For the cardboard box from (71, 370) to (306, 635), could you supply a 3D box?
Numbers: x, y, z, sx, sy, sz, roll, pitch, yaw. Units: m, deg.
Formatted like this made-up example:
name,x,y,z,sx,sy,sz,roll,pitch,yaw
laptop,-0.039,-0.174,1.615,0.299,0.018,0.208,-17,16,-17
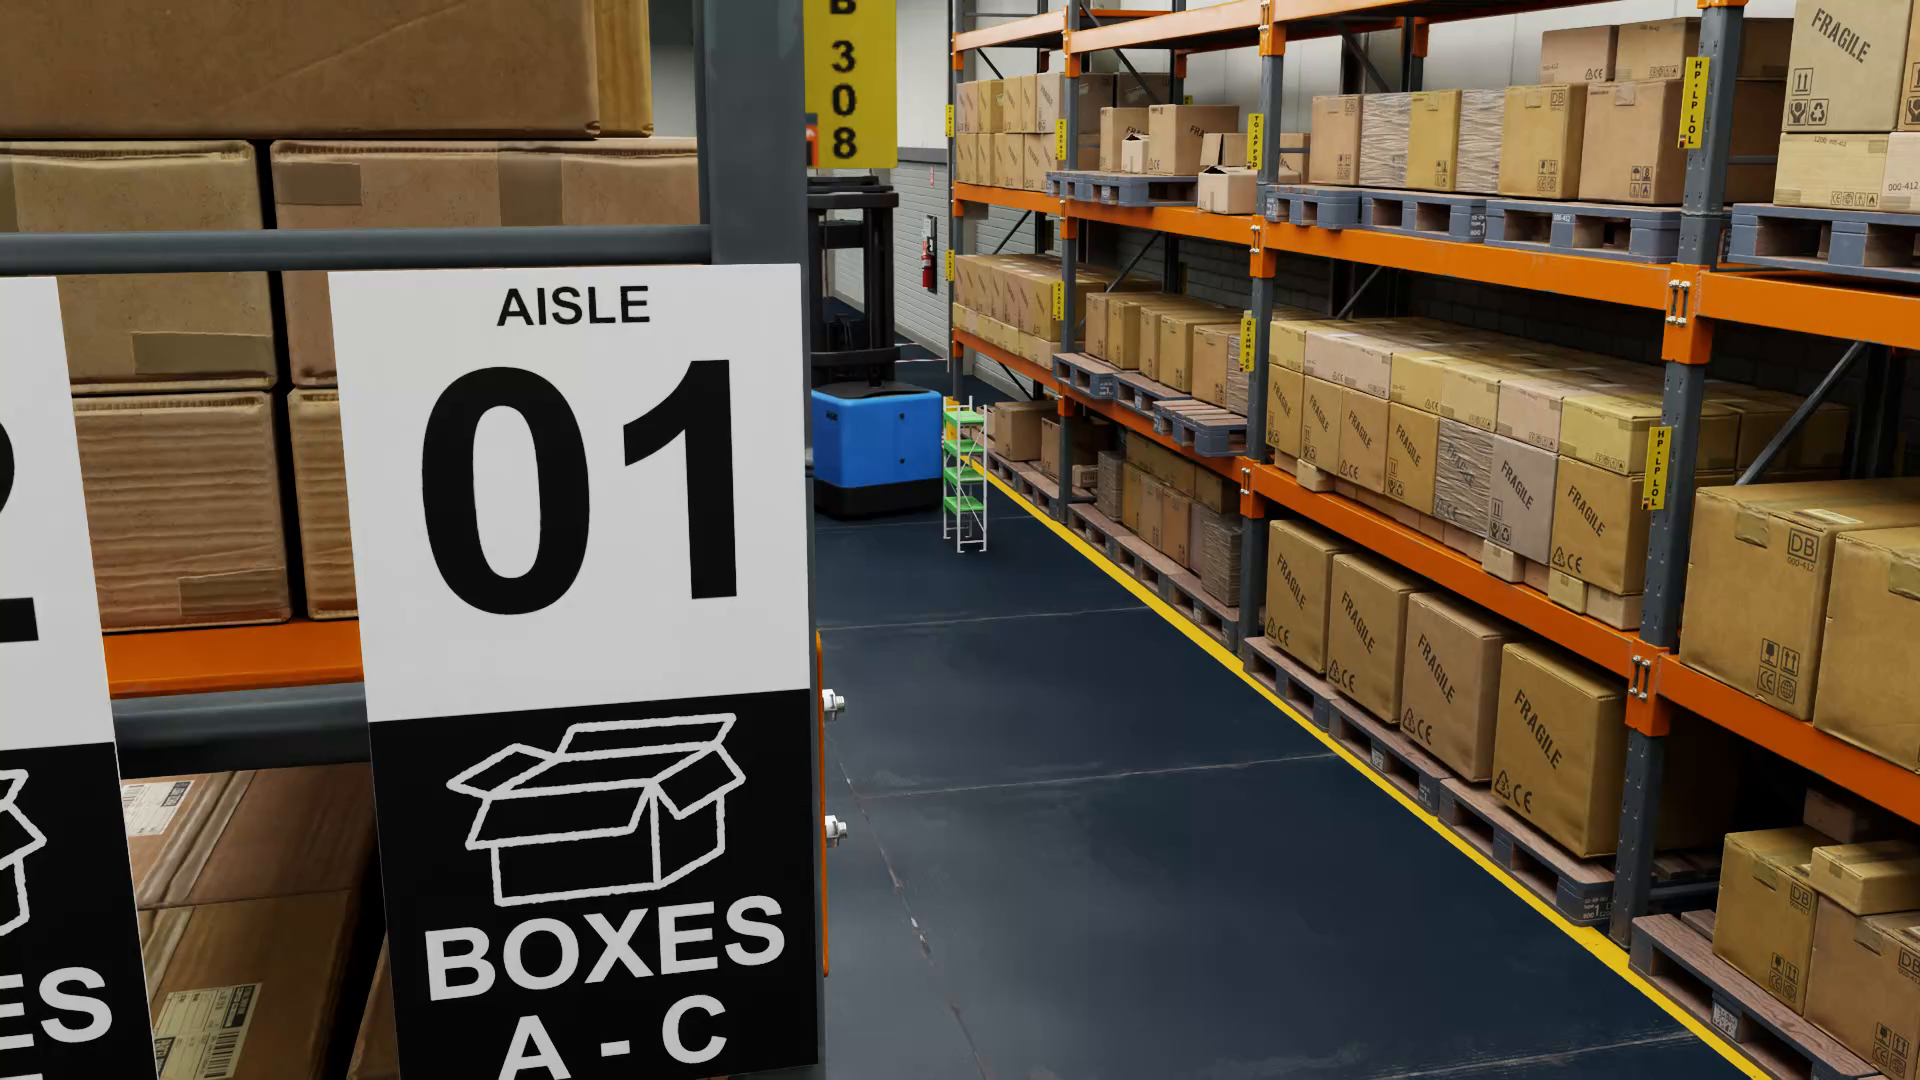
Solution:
name,x,y,z,sx,sy,sz,roll,pitch,yaw
cardboard box,-1.011,-0.075,1.910,0.500,0.250,0.500,-3,14,-13

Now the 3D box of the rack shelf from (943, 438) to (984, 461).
name,x,y,z,sx,sy,sz,roll,pitch,yaw
rack shelf,0.039,-0.716,13.587,0.258,0.148,0.480,-3,14,-13

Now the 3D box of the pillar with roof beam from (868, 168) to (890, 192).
name,x,y,z,sx,sy,sz,roll,pitch,yaw
pillar with roof beam,-5.575,-7.884,27.239,9.100,9.000,0.400,-3,14,-13

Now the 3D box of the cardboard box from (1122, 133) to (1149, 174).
name,x,y,z,sx,sy,sz,roll,pitch,yaw
cardboard box,1.557,-2.978,12.777,0.500,0.311,0.500,-3,14,-11

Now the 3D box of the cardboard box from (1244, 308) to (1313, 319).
name,x,y,z,sx,sy,sz,roll,pitch,yaw
cardboard box,2.101,-1.438,10.989,0.380,0.149,0.250,-6,15,-23

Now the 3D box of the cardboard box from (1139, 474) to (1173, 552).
name,x,y,z,sx,sy,sz,roll,pitch,yaw
cardboard box,1.802,-0.227,12.874,0.700,0.500,0.500,-3,14,-13

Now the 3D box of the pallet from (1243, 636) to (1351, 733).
name,x,y,z,sx,sy,sz,roll,pitch,yaw
pallet,2.413,0.831,10.080,1.003,0.211,1.213,-3,14,-13

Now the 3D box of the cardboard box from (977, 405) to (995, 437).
name,x,y,z,sx,sy,sz,roll,pitch,yaw
cardboard box,0.497,-1.298,17.658,0.500,0.311,0.500,-5,15,-20

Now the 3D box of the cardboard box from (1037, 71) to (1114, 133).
name,x,y,z,sx,sy,sz,roll,pitch,yaw
cardboard box,0.981,-3.734,14.210,0.500,0.500,0.500,-5,14,-18

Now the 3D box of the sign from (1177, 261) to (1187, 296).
name,x,y,z,sx,sy,sz,roll,pitch,yaw
sign,1.900,-2.227,14.281,0.100,0.325,0.005,-3,14,-13

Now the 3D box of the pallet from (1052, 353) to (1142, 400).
name,x,y,z,sx,sy,sz,roll,pitch,yaw
pallet,1.400,-1.355,13.556,1.003,0.211,1.213,-3,14,-13

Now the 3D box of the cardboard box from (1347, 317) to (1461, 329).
name,x,y,z,sx,sy,sz,roll,pitch,yaw
cardboard box,2.660,-1.186,10.004,0.500,0.250,0.500,-3,14,-12

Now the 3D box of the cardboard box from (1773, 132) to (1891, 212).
name,x,y,z,sx,sy,sz,roll,pitch,yaw
cardboard box,3.147,-1.250,5.622,0.500,0.250,0.500,-3,14,-13

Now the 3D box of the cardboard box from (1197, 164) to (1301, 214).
name,x,y,z,sx,sy,sz,roll,pitch,yaw
cardboard box,1.870,-2.284,10.782,0.500,0.311,0.500,-3,14,-13

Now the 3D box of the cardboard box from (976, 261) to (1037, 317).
name,x,y,z,sx,sy,sz,roll,pitch,yaw
cardboard box,0.464,-2.495,16.514,0.500,0.500,0.500,-4,14,-15

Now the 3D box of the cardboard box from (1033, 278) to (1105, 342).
name,x,y,z,sx,sy,sz,roll,pitch,yaw
cardboard box,0.950,-2.025,14.590,0.500,0.500,0.500,-3,14,-13

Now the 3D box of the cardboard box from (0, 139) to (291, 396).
name,x,y,z,sx,sy,sz,roll,pitch,yaw
cardboard box,-1.003,-0.319,1.853,0.500,0.250,0.500,-3,14,-13

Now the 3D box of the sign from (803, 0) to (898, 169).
name,x,y,z,sx,sy,sz,roll,pitch,yaw
sign,-0.107,-0.499,1.488,0.100,0.325,0.005,-3,14,-13

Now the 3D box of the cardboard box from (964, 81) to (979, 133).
name,x,y,z,sx,sy,sz,roll,pitch,yaw
cardboard box,0.345,-4.335,16.672,0.500,0.500,0.500,-3,14,-14

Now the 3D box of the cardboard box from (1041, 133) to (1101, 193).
name,x,y,z,sx,sy,sz,roll,pitch,yaw
cardboard box,1.002,-3.251,14.341,0.500,0.500,0.500,-3,14,-12

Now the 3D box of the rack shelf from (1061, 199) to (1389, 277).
name,x,y,z,sx,sy,sz,roll,pitch,yaw
rack shelf,1.832,-2.279,12.129,1.077,0.370,4.000,-3,14,-13

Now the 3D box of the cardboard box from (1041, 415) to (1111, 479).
name,x,y,z,sx,sy,sz,roll,pitch,yaw
cardboard box,1.079,-0.869,15.504,0.500,0.500,0.500,-4,14,-17

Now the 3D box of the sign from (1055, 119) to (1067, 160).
name,x,y,z,sx,sy,sz,roll,pitch,yaw
sign,0.836,-3.309,13.740,0.100,0.325,0.005,-3,14,-13

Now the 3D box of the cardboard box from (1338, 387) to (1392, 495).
name,x,y,z,sx,sy,sz,roll,pitch,yaw
cardboard box,2.396,-0.550,8.979,0.500,0.500,0.500,-3,14,-13

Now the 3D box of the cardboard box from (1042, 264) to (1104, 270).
name,x,y,z,sx,sy,sz,roll,pitch,yaw
cardboard box,1.092,-2.407,16.155,0.500,0.500,0.500,-3,14,-12

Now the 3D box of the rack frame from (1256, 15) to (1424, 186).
name,x,y,z,sx,sy,sz,roll,pitch,yaw
rack frame,2.301,-3.624,9.799,1.000,3.000,0.127,-3,14,-13

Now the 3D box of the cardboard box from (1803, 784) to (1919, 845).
name,x,y,z,sx,sy,sz,roll,pitch,yaw
cardboard box,3.476,1.042,6.357,0.380,0.149,0.250,-3,14,-14

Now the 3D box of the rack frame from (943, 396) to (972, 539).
name,x,y,z,sx,sy,sz,roll,pitch,yaw
rack frame,-0.018,-0.601,13.859,0.240,1.200,0.015,-3,14,-13

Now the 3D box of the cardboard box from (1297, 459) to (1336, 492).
name,x,y,z,sx,sy,sz,roll,pitch,yaw
cardboard box,2.184,-0.384,9.665,0.380,0.149,0.250,-3,14,-11

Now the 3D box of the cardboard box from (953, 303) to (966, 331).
name,x,y,z,sx,sy,sz,roll,pitch,yaw
cardboard box,0.228,-2.362,17.547,0.500,0.250,0.500,-4,14,-15

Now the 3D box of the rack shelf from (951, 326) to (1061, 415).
name,x,y,z,sx,sy,sz,roll,pitch,yaw
rack shelf,0.892,-1.744,16.262,1.077,0.370,4.000,-3,14,-13

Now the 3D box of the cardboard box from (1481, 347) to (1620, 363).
name,x,y,z,sx,sy,sz,roll,pitch,yaw
cardboard box,3.015,-0.831,8.548,0.500,0.250,0.500,-4,14,-15

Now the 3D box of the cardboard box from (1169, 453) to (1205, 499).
name,x,y,z,sx,sy,sz,roll,pitch,yaw
cardboard box,1.883,-0.490,12.372,0.500,0.250,0.500,-3,14,-13

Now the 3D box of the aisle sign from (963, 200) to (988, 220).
name,x,y,z,sx,sy,sz,roll,pitch,yaw
aisle sign,0.114,-3.818,17.756,0.394,0.787,0.004,-3,14,-13

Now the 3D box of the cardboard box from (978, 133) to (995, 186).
name,x,y,z,sx,sy,sz,roll,pitch,yaw
cardboard box,0.475,-3.734,16.318,0.500,0.500,0.500,-3,14,-11

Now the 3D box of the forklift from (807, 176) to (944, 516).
name,x,y,z,sx,sy,sz,roll,pitch,yaw
forklift,-1.315,-1.936,15.677,1.130,2.935,3.031,-8,16,-29

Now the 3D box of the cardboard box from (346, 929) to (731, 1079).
name,x,y,z,sx,sy,sz,roll,pitch,yaw
cardboard box,-0.482,0.762,2.172,0.500,0.500,0.500,-3,14,-11

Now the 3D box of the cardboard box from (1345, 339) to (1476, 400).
name,x,y,z,sx,sy,sz,roll,pitch,yaw
cardboard box,2.405,-0.918,8.907,0.500,0.250,0.500,-3,14,-13

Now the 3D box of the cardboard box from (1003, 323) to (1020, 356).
name,x,y,z,sx,sy,sz,roll,pitch,yaw
cardboard box,0.714,-1.892,15.625,0.500,0.250,0.500,-3,14,-13

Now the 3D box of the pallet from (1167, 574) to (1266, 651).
name,x,y,z,sx,sy,sz,roll,pitch,yaw
pallet,2.119,0.465,11.580,1.003,0.211,1.213,-3,14,-13

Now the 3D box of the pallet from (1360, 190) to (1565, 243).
name,x,y,z,sx,sy,sz,roll,pitch,yaw
pallet,2.770,-1.672,8.526,1.003,0.211,1.213,-3,14,-11

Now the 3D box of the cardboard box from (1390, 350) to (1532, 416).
name,x,y,z,sx,sy,sz,roll,pitch,yaw
cardboard box,2.531,-0.801,8.426,0.500,0.250,0.500,-4,14,-14

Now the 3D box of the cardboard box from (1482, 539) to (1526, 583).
name,x,y,z,sx,sy,sz,roll,pitch,yaw
cardboard box,2.668,0.086,7.740,0.380,0.149,0.250,-3,14,-13

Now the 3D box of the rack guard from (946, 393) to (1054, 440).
name,x,y,z,sx,sy,sz,roll,pitch,yaw
rack guard,0.440,-1.323,18.290,1.175,0.500,0.348,-3,14,-13

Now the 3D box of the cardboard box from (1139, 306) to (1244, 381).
name,x,y,z,sx,sy,sz,roll,pitch,yaw
cardboard box,1.757,-1.496,12.592,0.700,0.500,0.500,-1,14,-5

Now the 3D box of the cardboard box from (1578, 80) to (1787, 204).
name,x,y,z,sx,sy,sz,roll,pitch,yaw
cardboard box,3.141,-1.715,7.170,0.700,0.500,0.500,-4,14,-16

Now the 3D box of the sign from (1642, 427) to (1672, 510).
name,x,y,z,sx,sy,sz,roll,pitch,yaw
sign,2.715,-0.278,6.473,0.100,0.325,0.005,-3,14,-13

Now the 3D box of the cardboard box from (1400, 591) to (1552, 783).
name,x,y,z,sx,sy,sz,roll,pitch,yaw
cardboard box,2.750,0.706,8.362,0.750,0.750,0.750,-3,14,-11

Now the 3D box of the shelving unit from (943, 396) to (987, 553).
name,x,y,z,sx,sy,sz,roll,pitch,yaw
shelving unit,0.039,-0.545,13.628,0.258,1.200,0.503,-3,14,-13

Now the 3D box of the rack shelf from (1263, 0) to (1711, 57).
name,x,y,z,sx,sy,sz,roll,pitch,yaw
rack shelf,2.771,-2.619,8.043,1.077,0.370,4.000,-3,14,-13

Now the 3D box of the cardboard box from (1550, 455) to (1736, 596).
name,x,y,z,sx,sy,sz,roll,pitch,yaw
cardboard box,2.887,-0.082,7.063,0.500,0.500,0.500,-4,14,-14

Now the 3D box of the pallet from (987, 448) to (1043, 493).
name,x,y,z,sx,sy,sz,roll,pitch,yaw
pallet,0.880,-0.713,16.399,1.003,0.211,1.213,-3,14,-13

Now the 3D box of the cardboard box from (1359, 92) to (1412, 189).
name,x,y,z,sx,sy,sz,roll,pitch,yaw
cardboard box,2.646,-2.201,9.158,0.700,0.500,0.500,-4,14,-16

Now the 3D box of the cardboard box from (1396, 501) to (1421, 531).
name,x,y,z,sx,sy,sz,roll,pitch,yaw
cardboard box,2.524,-0.155,8.729,0.380,0.149,0.250,-3,14,-13

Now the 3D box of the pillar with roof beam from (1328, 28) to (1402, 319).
name,x,y,z,sx,sy,sz,roll,pitch,yaw
pillar with roof beam,-1.348,-3.732,10.242,9.100,9.000,0.400,-3,14,-13

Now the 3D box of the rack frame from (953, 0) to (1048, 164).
name,x,y,z,sx,sy,sz,roll,pitch,yaw
rack frame,0.422,-5.469,17.353,1.000,3.000,0.127,-3,14,-13
